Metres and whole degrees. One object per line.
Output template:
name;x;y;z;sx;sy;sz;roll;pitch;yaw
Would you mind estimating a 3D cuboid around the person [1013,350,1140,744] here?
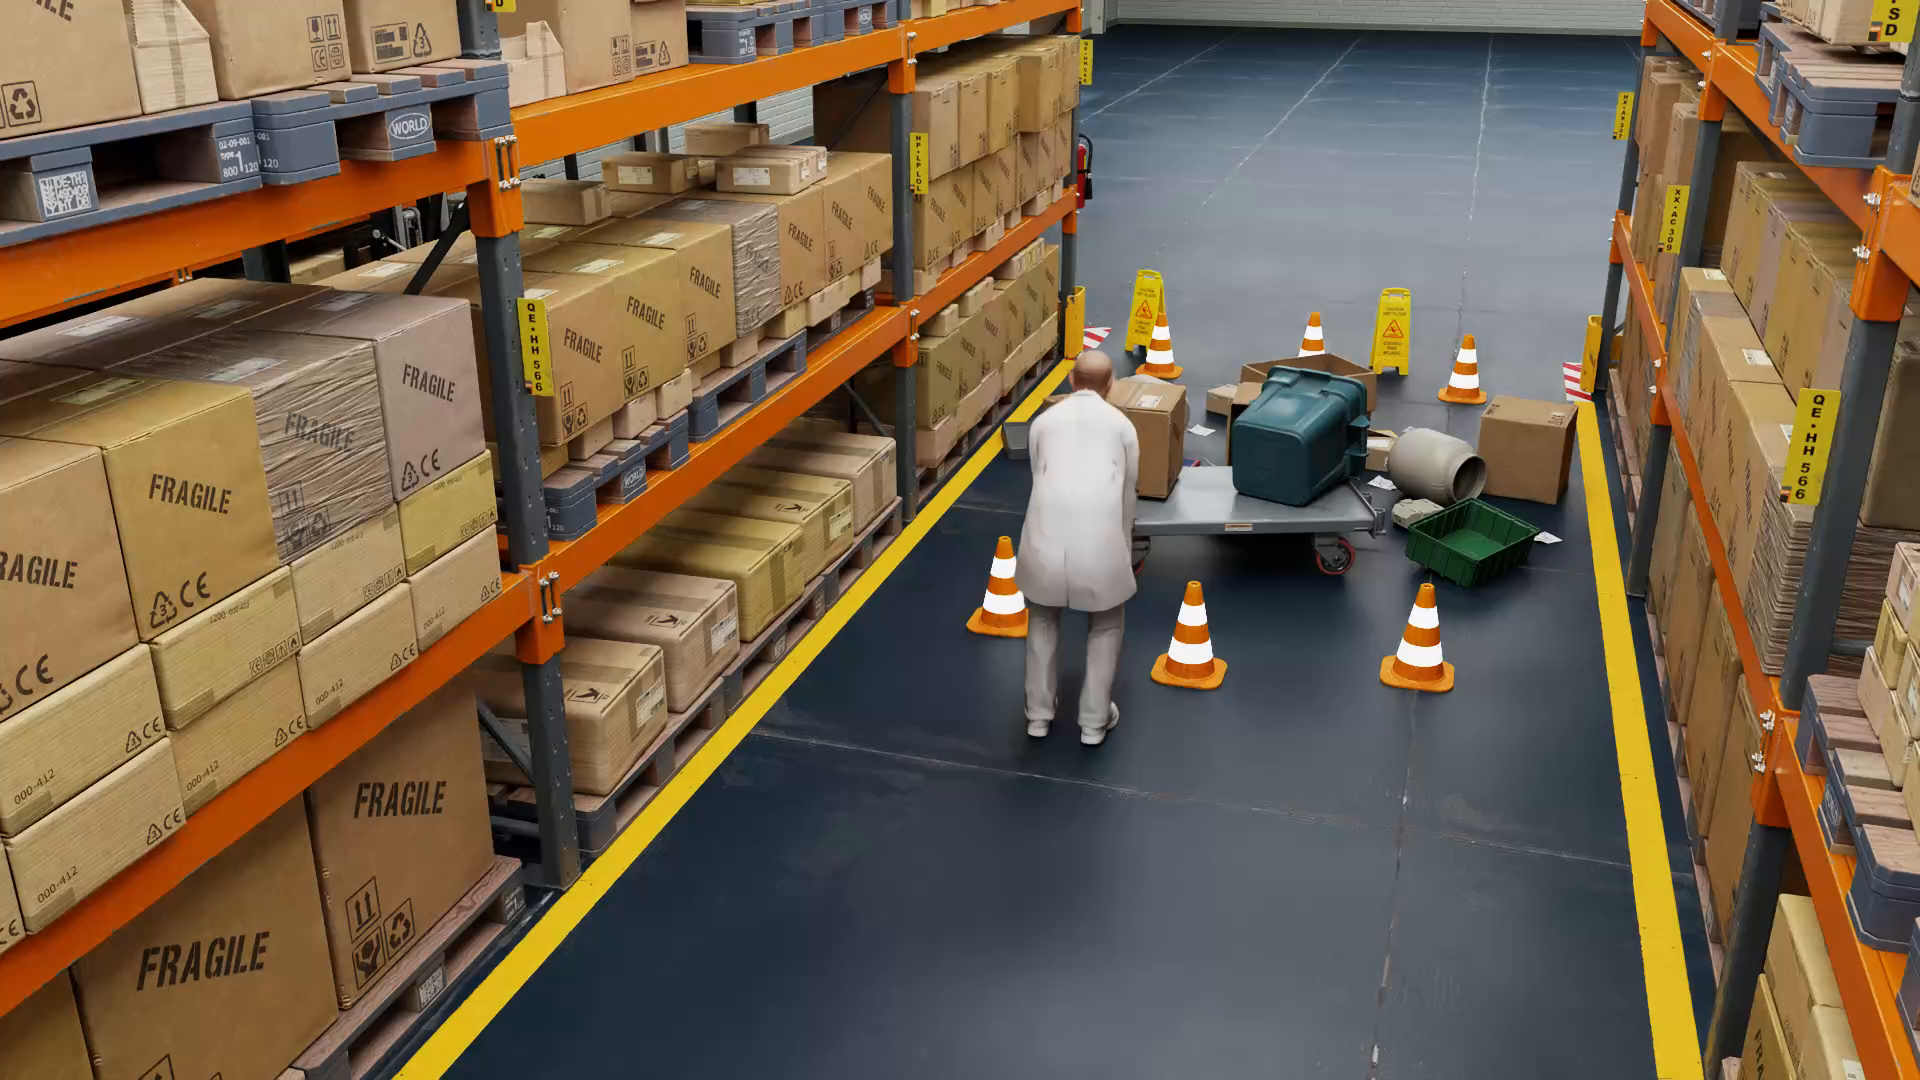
person;0.529;0.031;7.243;0.544;1.627;0.697;6;22;15
